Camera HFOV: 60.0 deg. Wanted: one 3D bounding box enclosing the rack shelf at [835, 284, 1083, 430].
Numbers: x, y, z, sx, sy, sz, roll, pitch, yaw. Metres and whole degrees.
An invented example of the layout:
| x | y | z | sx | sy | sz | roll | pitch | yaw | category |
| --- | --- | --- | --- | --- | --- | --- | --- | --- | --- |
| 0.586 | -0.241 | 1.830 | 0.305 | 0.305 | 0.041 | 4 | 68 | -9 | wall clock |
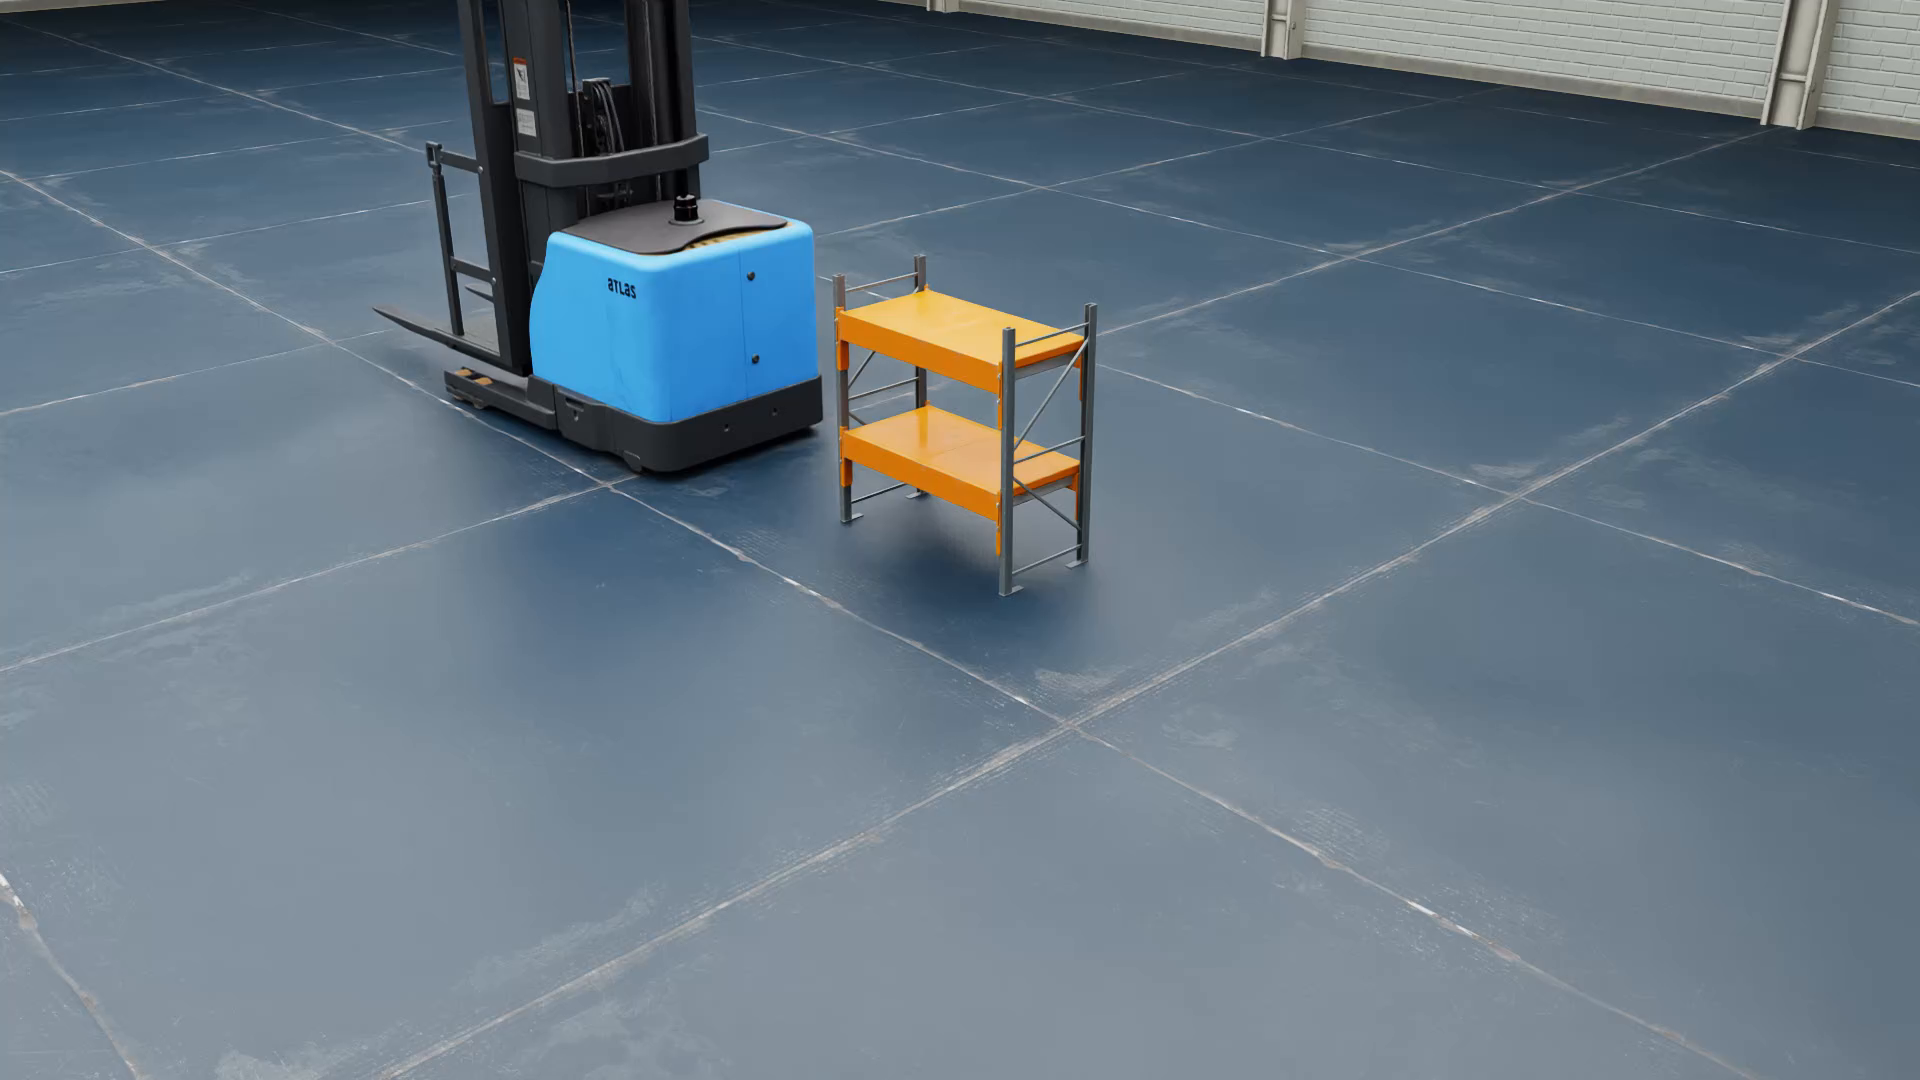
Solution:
| x | y | z | sx | sy | sz | roll | pitch | yaw | category |
| --- | --- | --- | --- | --- | --- | --- | --- | --- | --- |
| 0.005 | -0.776 | 6.891 | 0.538 | 0.278 | 1.000 | -21 | 32 | -38 | rack shelf |

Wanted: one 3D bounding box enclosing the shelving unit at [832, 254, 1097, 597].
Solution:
| x | y | z | sx | sy | sz | roll | pitch | yaw | category |
| --- | --- | --- | --- | --- | --- | --- | --- | --- | --- |
| 0.005 | -0.510 | 7.012 | 0.538 | 1.125 | 1.048 | -21 | 32 | -38 | shelving unit |

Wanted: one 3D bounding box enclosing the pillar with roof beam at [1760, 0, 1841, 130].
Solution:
| x | y | z | sx | sy | sz | roll | pitch | yaw | category |
| --- | --- | --- | --- | --- | --- | --- | --- | --- | --- |
| 4.823 | -6.869 | 11.466 | 9.100 | 9.000 | 0.400 | -21 | 32 | -38 | pillar with roof beam |

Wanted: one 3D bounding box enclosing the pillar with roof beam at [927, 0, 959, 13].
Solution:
| x | y | z | sx | sy | sz | roll | pitch | yaw | category |
| --- | --- | --- | --- | --- | --- | --- | --- | --- | --- |
| -3.379 | -10.505 | 19.435 | 9.100 | 9.000 | 0.400 | -21 | 32 | -38 | pillar with roof beam |

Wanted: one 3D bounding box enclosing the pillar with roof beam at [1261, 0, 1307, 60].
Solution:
| x | y | z | sx | sy | sz | roll | pitch | yaw | category |
| --- | --- | --- | --- | --- | --- | --- | --- | --- | --- |
| 0.722 | -8.687 | 15.450 | 9.100 | 9.000 | 0.400 | -21 | 32 | -38 | pillar with roof beam |

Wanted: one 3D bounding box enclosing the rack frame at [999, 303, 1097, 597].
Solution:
| x | y | z | sx | sy | sz | roll | pitch | yaw | category |
| --- | --- | --- | --- | --- | --- | --- | --- | --- | --- |
| 0.352 | -0.356 | 6.674 | 0.500 | 1.125 | 0.032 | -21 | 32 | -38 | rack frame |

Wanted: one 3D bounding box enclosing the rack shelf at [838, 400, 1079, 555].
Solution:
| x | y | z | sx | sy | sz | roll | pitch | yaw | category |
| --- | --- | --- | --- | --- | --- | --- | --- | --- | --- |
| 0.005 | -0.287 | 7.114 | 0.538 | 0.278 | 1.000 | -21 | 32 | -38 | rack shelf |

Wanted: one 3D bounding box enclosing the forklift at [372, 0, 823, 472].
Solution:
| x | y | z | sx | sy | sz | roll | pitch | yaw | category |
| --- | --- | --- | --- | --- | --- | --- | --- | --- | --- |
| -2.106 | -2.159 | 8.451 | 3.031 | 2.935 | 1.130 | 22 | 32 | 39 | forklift |

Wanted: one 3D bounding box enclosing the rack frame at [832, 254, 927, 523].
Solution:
| x | y | z | sx | sy | sz | roll | pitch | yaw | category |
| --- | --- | --- | --- | --- | --- | --- | --- | --- | --- |
| -0.343 | -0.664 | 7.350 | 0.500 | 1.125 | 0.032 | -21 | 32 | -38 | rack frame |
